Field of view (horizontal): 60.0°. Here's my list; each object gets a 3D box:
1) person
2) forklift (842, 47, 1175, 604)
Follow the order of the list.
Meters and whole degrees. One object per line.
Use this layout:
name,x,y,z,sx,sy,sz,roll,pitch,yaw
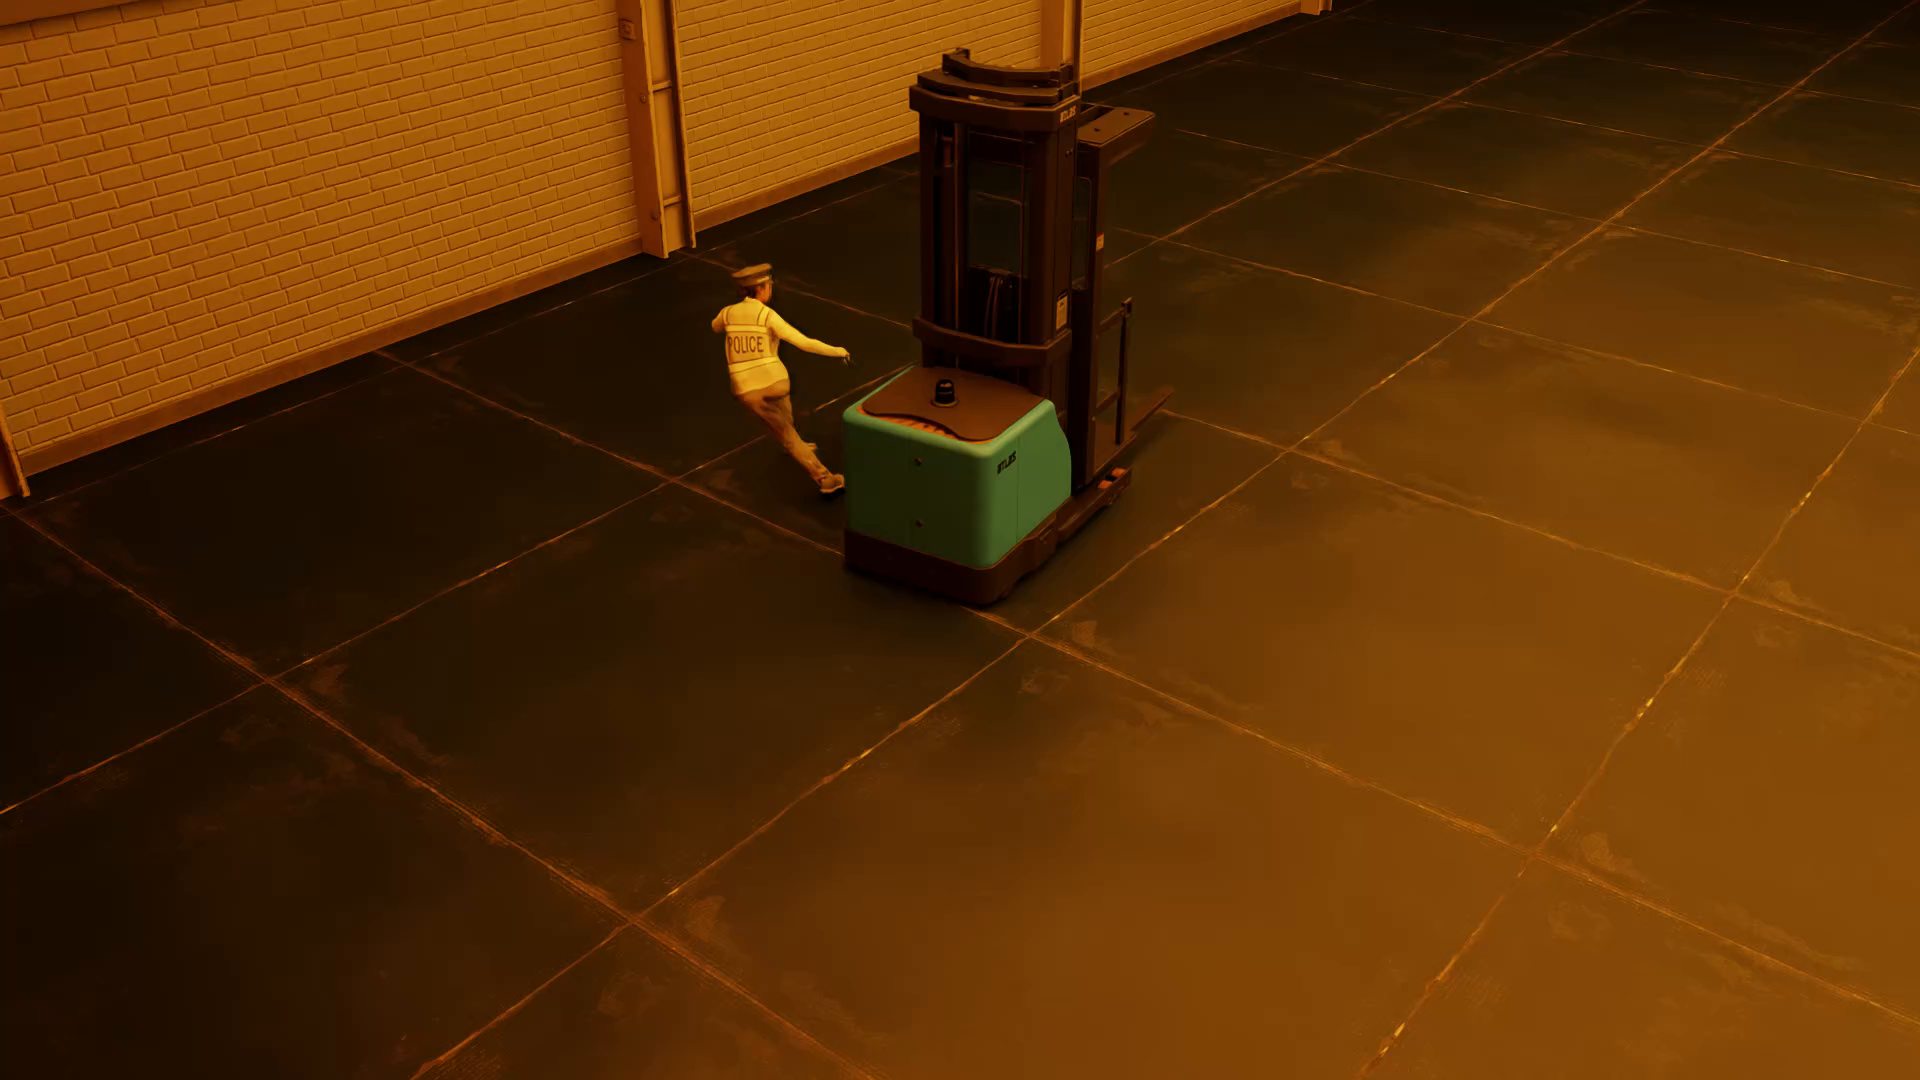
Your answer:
person,-1.170,-1.090,10.891,0.915,1.455,0.836,0,30,0
forklift,0.482,-1.599,10.332,1.130,2.935,3.031,17,34,26
